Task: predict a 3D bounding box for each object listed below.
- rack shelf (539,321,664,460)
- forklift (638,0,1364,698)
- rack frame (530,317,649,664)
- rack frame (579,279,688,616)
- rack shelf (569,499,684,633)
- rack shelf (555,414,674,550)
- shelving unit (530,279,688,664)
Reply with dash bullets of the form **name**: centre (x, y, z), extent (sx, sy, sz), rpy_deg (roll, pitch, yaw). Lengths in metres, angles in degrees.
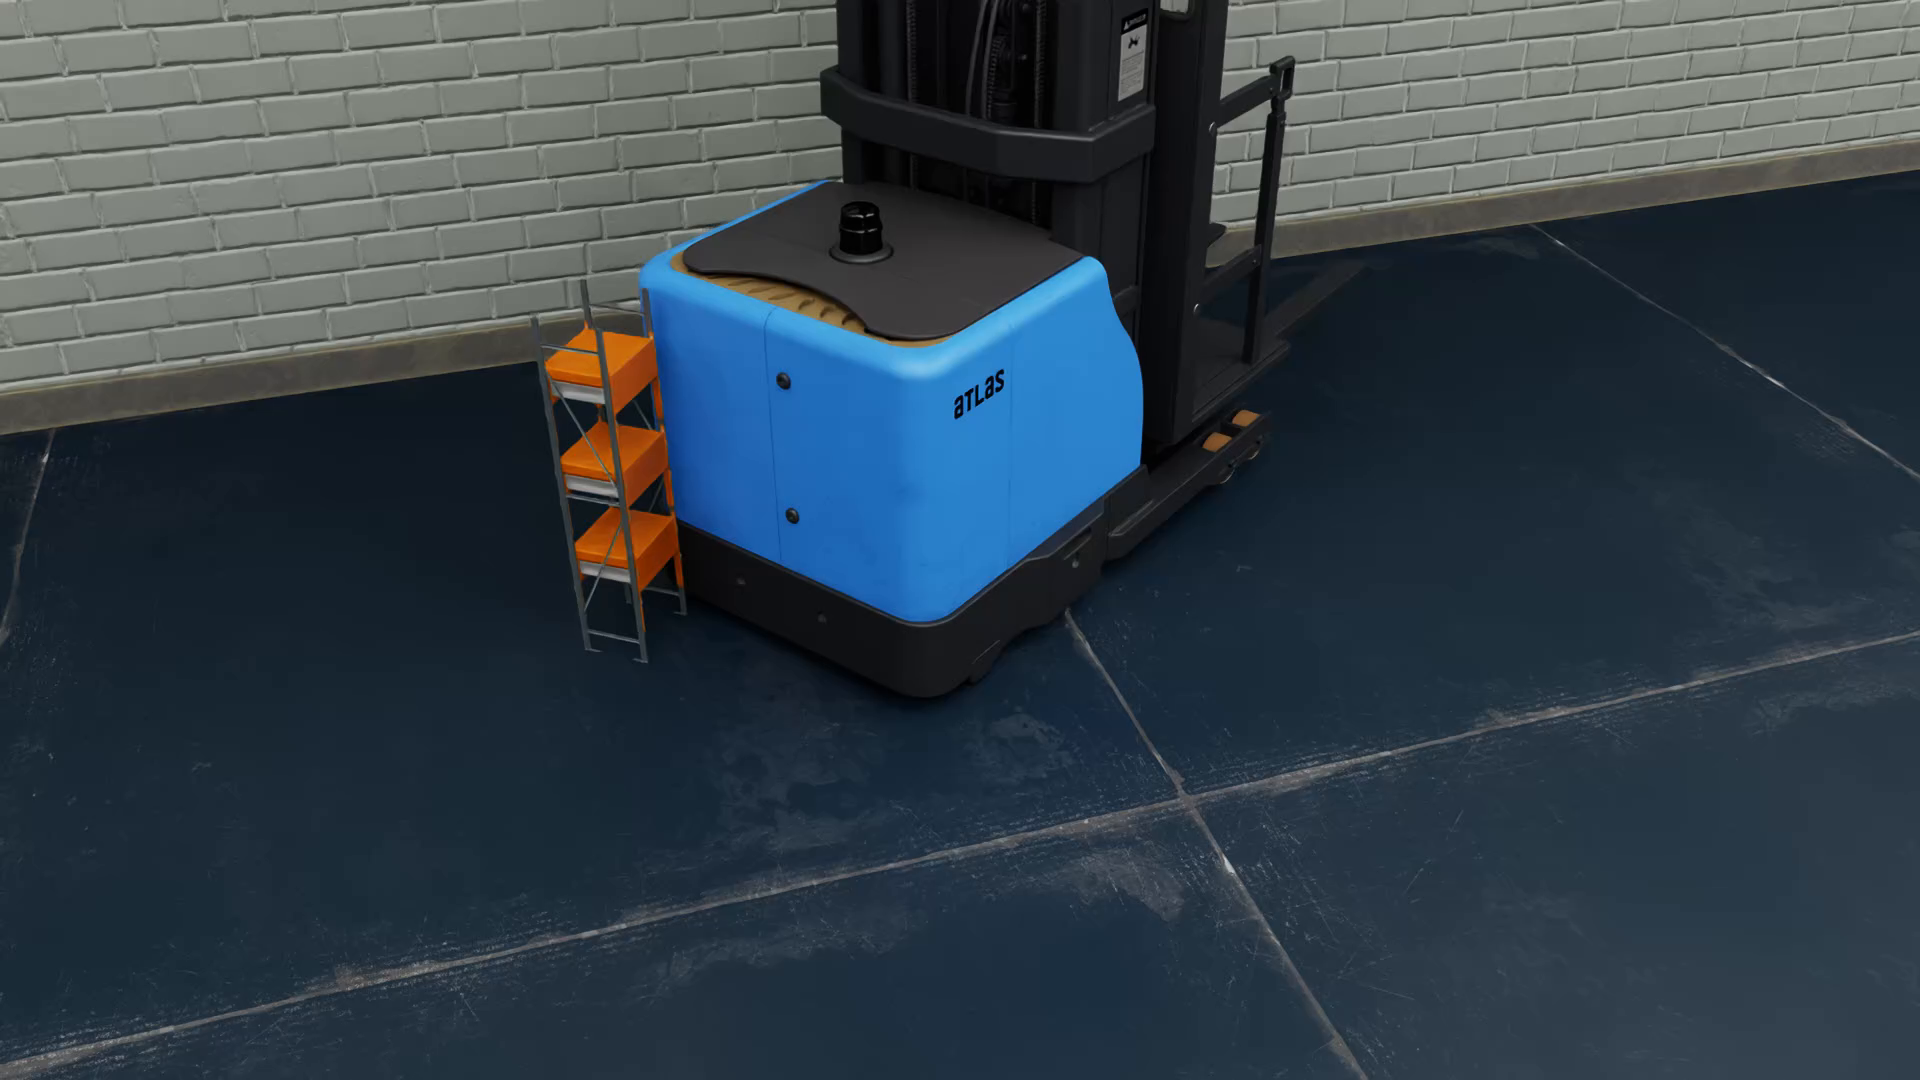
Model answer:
- **rack shelf**: centre (-0.946, -0.397, 4.401), extent (0.215, 0.259, 0.240), rpy_deg (10, 35, 16)
- **forklift**: centre (0.405, -1.556, 4.947), extent (1.130, 2.935, 3.031), rpy_deg (22, 39, 30)
- **rack frame**: centre (-0.983, -0.105, 4.455), extent (0.200, 1.050, 0.008), rpy_deg (10, 35, 16)
- **rack frame**: centre (-0.904, -0.233, 4.647), extent (0.200, 1.050, 0.008), rpy_deg (10, 35, 16)
- **rack shelf**: centre (-0.941, 0.072, 4.710), extent (0.215, 0.259, 0.240), rpy_deg (10, 35, 16)
- **rack shelf**: centre (-0.943, -0.160, 4.557), extent (0.215, 0.259, 0.240), rpy_deg (10, 35, 16)
- **shelving unit**: centre (-0.944, -0.169, 4.551), extent (0.215, 1.050, 0.252), rpy_deg (10, 35, 16)
